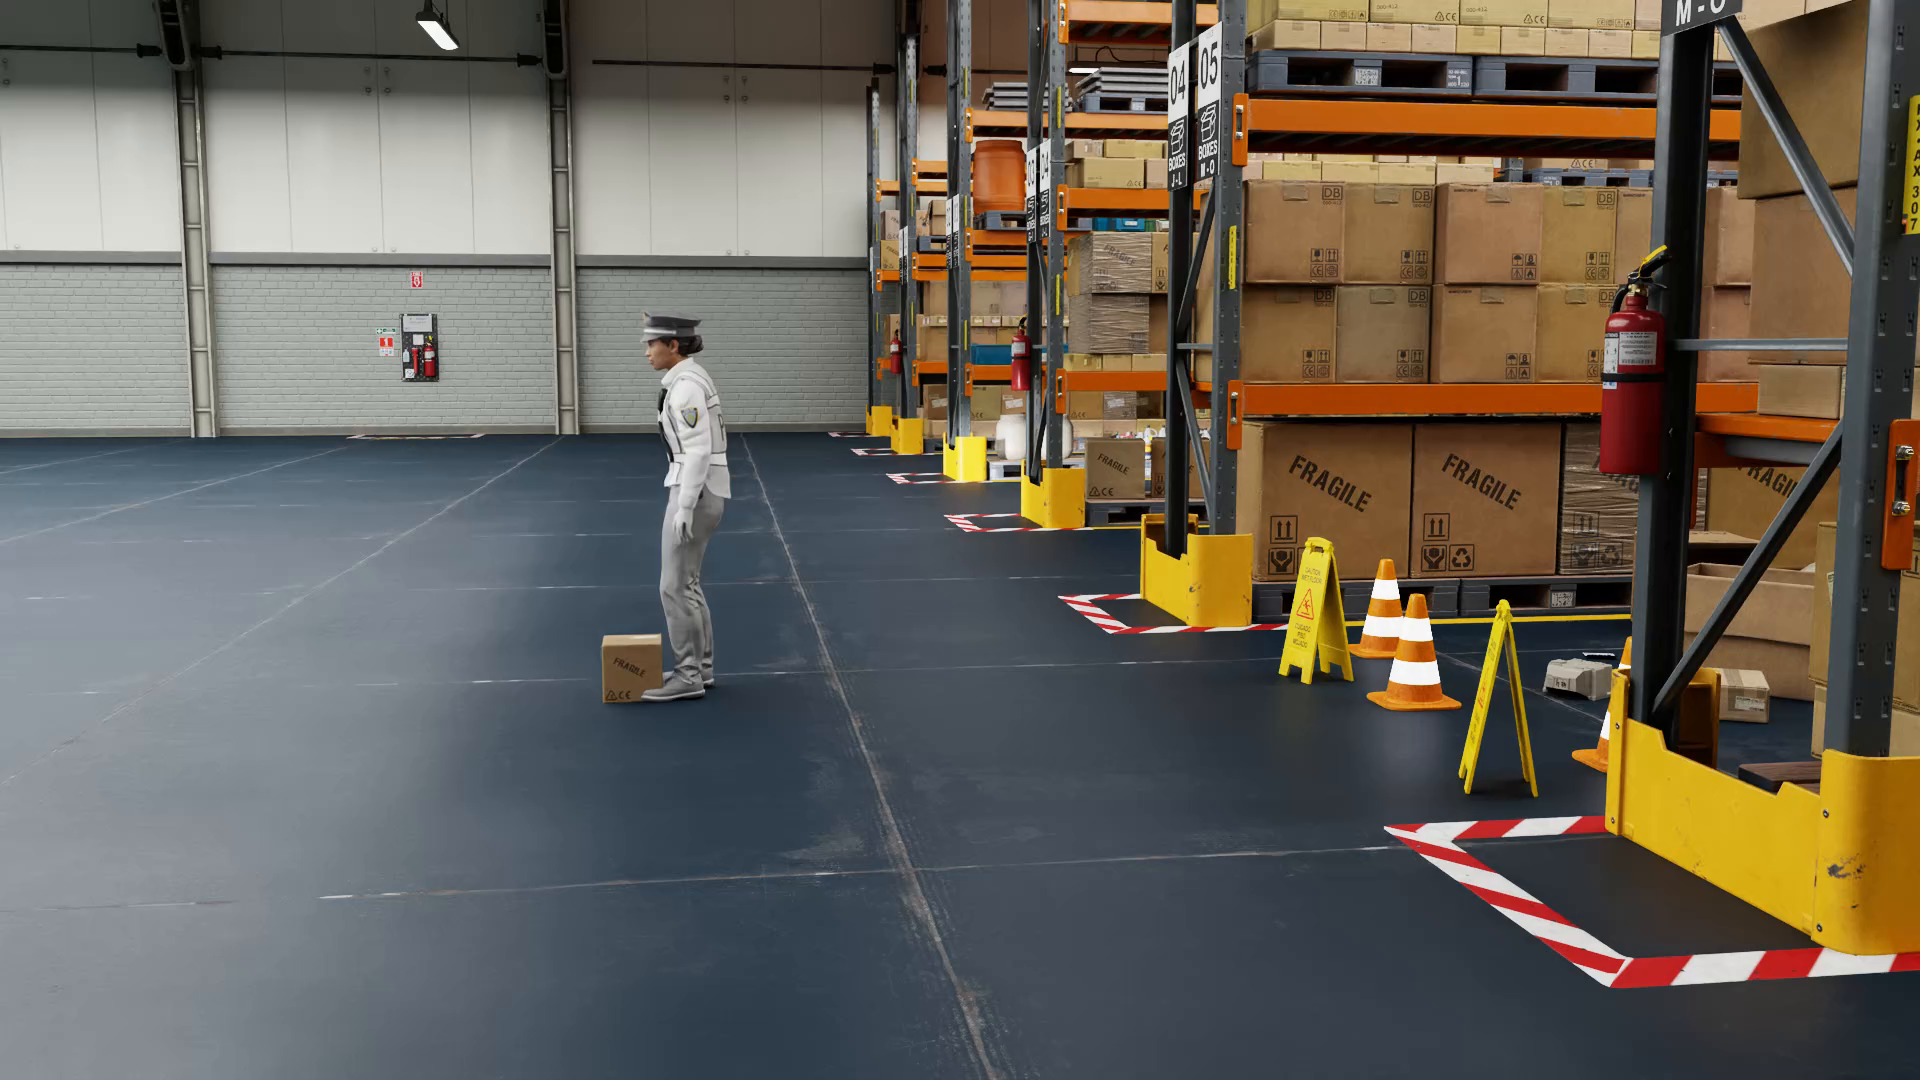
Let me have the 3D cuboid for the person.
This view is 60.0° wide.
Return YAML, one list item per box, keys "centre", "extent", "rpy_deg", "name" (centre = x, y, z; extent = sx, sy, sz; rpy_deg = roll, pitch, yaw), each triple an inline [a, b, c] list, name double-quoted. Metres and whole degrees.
- centre: [-1.194, -0.152, 7.145]
  extent: [0.414, 1.662, 0.525]
  rpy_deg: [-1, 7, -11]
  name: "person"
